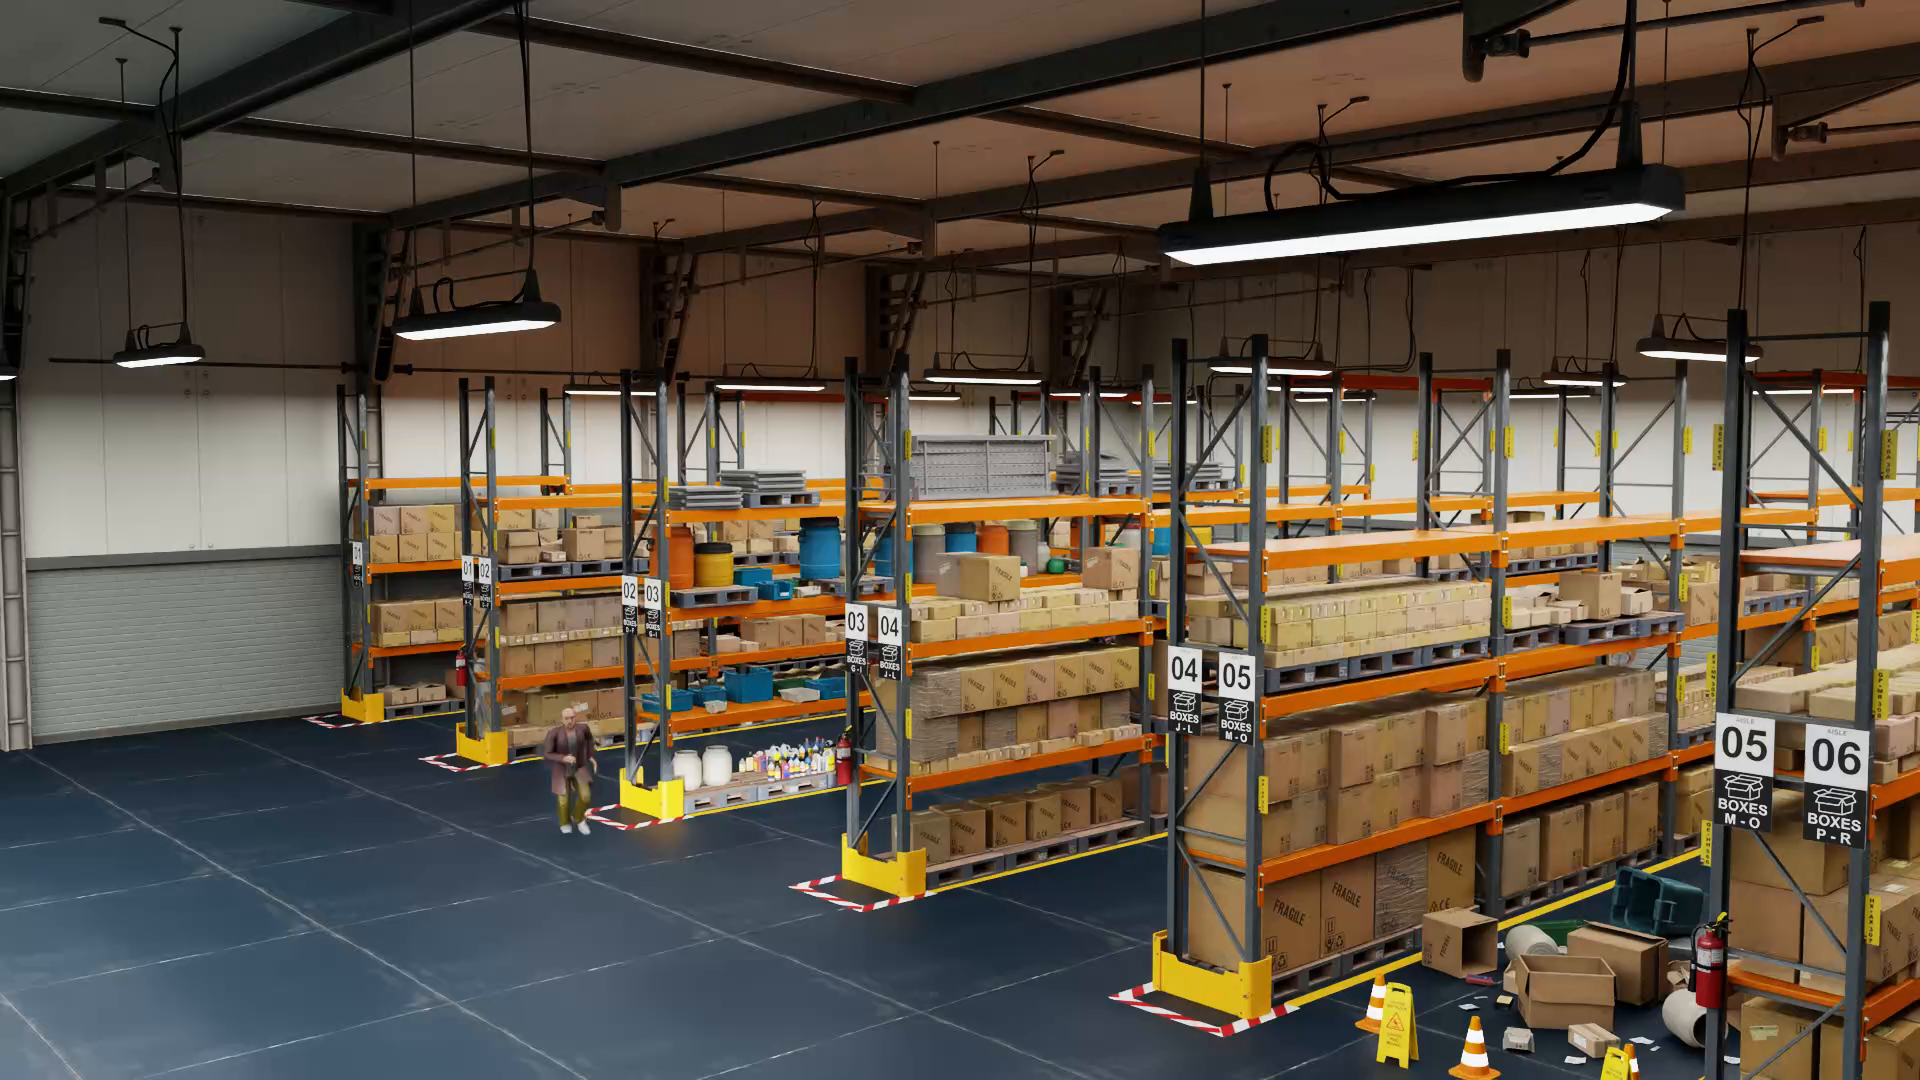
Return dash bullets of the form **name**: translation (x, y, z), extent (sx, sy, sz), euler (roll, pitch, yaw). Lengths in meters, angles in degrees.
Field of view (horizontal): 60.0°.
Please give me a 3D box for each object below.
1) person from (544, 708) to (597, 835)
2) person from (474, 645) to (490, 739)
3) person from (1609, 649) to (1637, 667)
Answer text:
- **person**: translation (-4.925, 2.931, 21.032), extent (0.697, 1.669, 0.977), euler (-1, 4, -21)
- **person**: translation (-7.986, 2.547, 27.799), extent (0.573, 1.640, 0.896), euler (2, 4, 31)
- **person**: translation (12.296, 2.350, 31.230), extent (0.660, 1.619, 1.090), euler (0, 4, 3)
